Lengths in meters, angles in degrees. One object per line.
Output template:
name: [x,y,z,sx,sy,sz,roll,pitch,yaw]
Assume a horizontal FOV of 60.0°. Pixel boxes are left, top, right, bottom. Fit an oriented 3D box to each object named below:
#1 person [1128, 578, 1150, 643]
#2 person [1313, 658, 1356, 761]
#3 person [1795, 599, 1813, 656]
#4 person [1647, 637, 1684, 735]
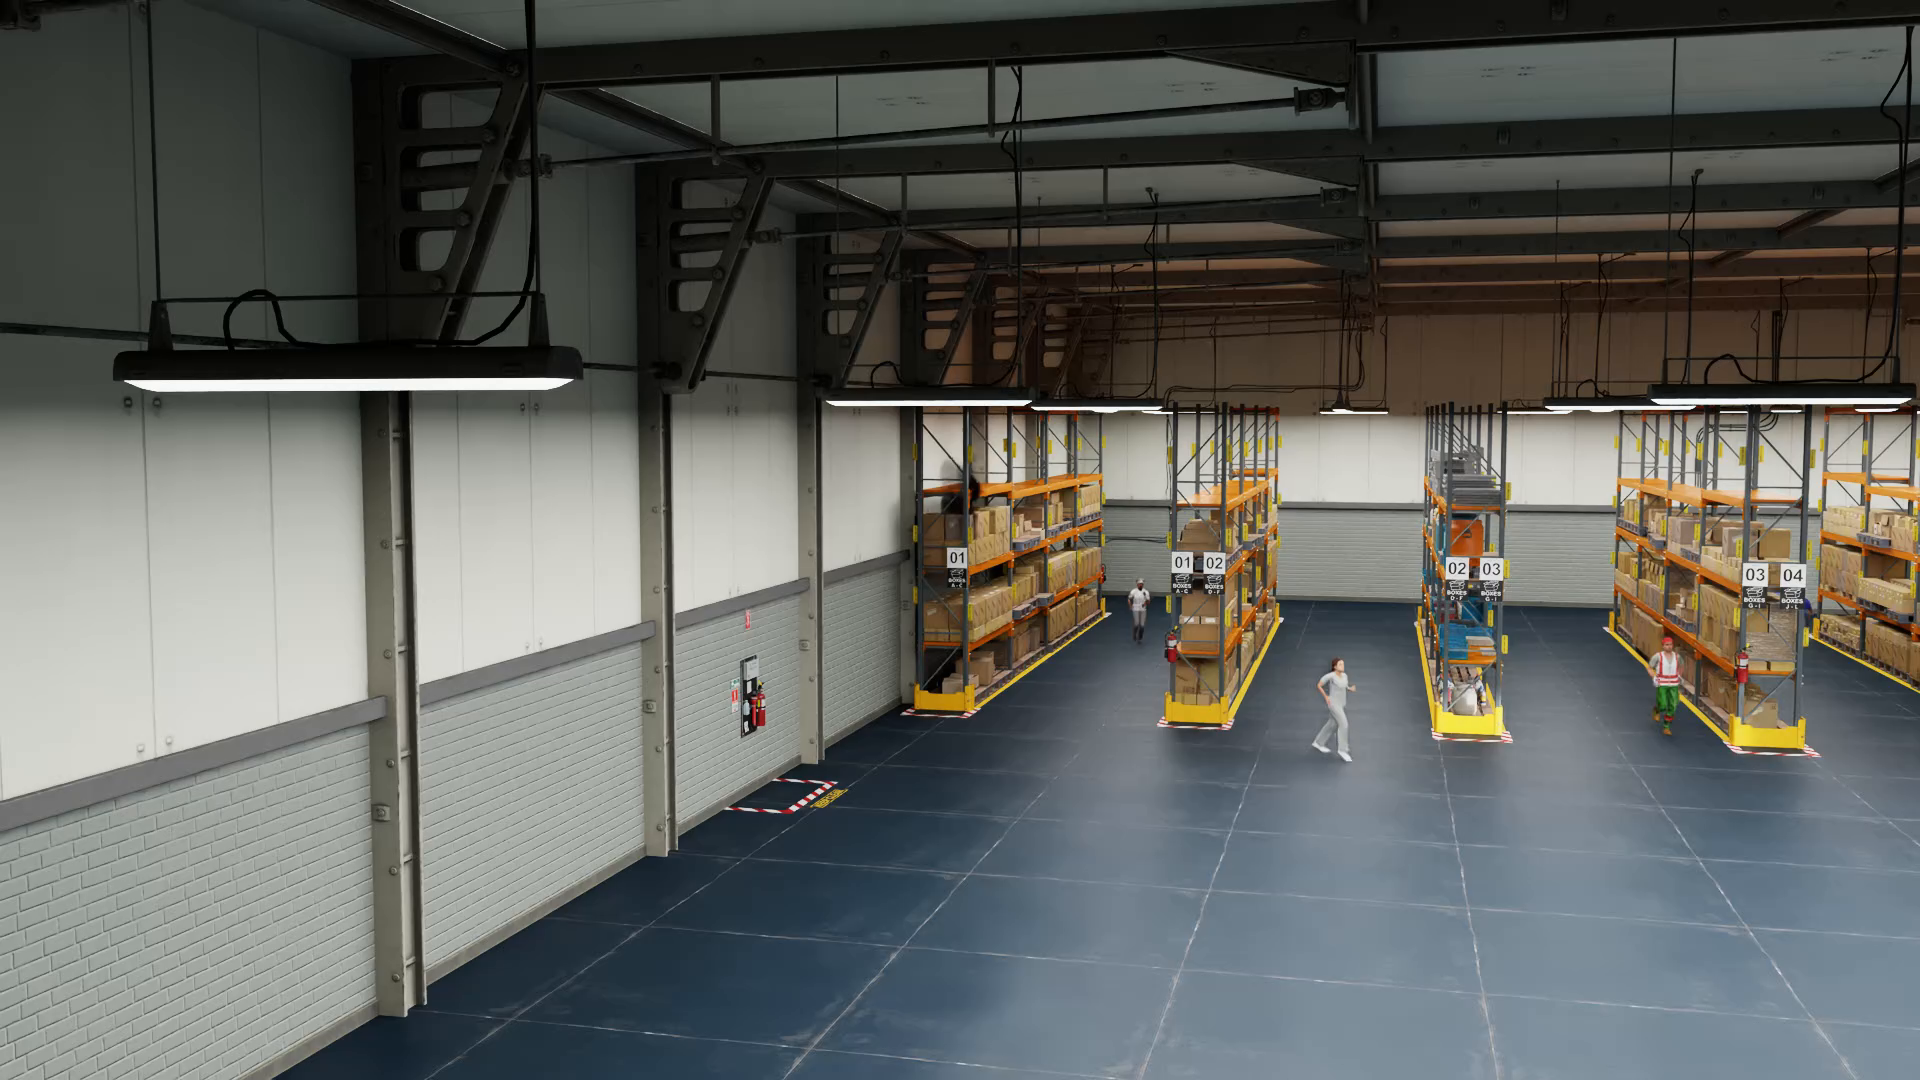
person: [4.524,1.790,41.914,0.558,1.657,0.584,0,4,0]
person: [6.321,2.827,28.014,0.793,1.726,0.541,4,6,44]
person: [20.155,1.977,39.949,0.581,1.638,0.658,1,4,17]
person: [12.806,2.627,30.123,0.653,1.749,0.734,1,4,7]
